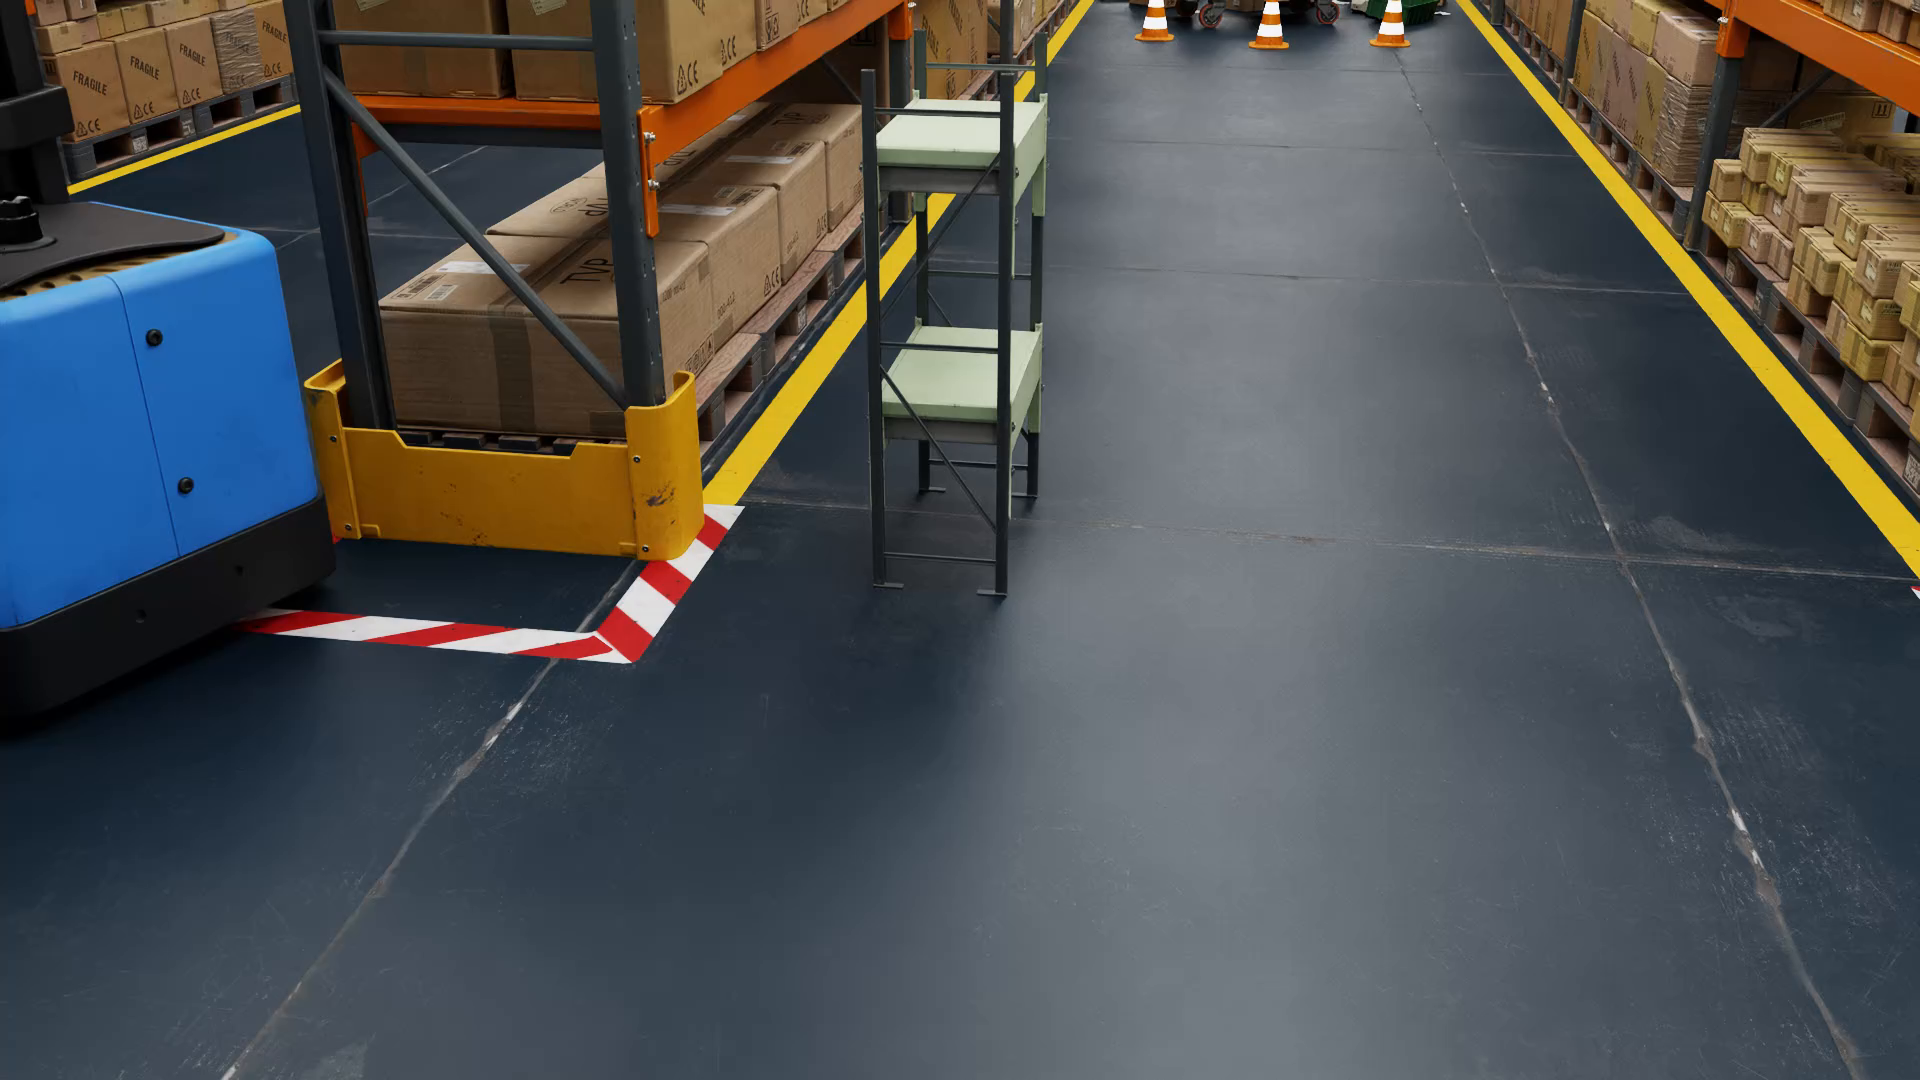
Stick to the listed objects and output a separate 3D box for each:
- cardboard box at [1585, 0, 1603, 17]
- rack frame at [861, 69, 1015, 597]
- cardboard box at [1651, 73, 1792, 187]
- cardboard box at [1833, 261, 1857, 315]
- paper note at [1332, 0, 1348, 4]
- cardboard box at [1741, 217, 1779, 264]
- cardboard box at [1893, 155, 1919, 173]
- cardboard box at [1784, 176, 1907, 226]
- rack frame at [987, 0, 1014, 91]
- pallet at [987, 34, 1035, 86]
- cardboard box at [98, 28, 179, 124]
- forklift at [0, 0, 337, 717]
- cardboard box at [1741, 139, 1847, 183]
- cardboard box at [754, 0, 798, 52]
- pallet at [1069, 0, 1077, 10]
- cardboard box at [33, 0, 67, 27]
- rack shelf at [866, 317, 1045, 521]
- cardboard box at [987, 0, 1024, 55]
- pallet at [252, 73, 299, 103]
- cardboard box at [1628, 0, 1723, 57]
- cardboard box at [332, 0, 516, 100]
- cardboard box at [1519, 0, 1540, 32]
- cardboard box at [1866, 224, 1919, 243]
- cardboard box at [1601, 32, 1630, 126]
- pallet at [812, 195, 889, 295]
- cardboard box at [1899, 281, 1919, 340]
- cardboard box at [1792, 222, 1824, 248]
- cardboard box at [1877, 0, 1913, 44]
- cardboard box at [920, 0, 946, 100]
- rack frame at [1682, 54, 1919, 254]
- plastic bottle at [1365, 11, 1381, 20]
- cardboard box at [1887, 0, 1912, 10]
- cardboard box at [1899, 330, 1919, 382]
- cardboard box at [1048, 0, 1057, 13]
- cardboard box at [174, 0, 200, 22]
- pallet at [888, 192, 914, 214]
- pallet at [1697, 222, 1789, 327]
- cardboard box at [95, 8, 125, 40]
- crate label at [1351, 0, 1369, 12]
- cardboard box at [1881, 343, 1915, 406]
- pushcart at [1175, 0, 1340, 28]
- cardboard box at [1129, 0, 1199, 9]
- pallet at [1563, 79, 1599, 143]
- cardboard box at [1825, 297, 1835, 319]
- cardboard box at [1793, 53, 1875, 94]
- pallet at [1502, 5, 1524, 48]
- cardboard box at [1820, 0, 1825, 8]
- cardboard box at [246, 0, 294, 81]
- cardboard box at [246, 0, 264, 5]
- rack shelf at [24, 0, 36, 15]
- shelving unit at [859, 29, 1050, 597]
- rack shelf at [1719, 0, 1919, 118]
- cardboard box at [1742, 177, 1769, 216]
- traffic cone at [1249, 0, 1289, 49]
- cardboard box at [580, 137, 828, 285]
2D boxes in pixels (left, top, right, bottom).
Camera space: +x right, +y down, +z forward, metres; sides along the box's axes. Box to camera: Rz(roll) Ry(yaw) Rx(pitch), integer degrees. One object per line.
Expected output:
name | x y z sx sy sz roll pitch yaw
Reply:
cardboard box | 4.443 -3.582 10.933 0.500 0.250 0.500 3 25 6
rack frame | -0.059 -0.529 4.611 0.400 1.500 0.023 4 25 9
cardboard box | 4.013 -2.168 8.797 0.500 0.500 0.500 4 25 8
cardboard box | 3.507 -0.925 6.205 0.380 0.149 0.250 5 26 11
paper note | 3.864 -5.475 16.921 0.172 0.023 0.155 13 28 26
cardboard box | 3.731 -1.333 7.427 0.380 0.149 0.250 4 25 8
cardboard box | 4.303 -1.570 7.232 0.380 0.149 0.250 4 25 8
cardboard box | 3.641 -1.390 6.847 0.380 0.149 0.250 5 25 10
rack frame | -0.106 -4.757 11.874 1.000 3.000 0.127 4 25 9
pallet | 0.023 -3.820 13.163 1.003 0.211 1.213 4 25 9
cardboard box | -5.279 -2.894 10.348 0.500 0.500 0.500 4 25 8
forklift | -3.369 -1.319 4.610 3.031 2.935 1.130 14 28 27
cardboard box | 3.776 -1.711 7.532 0.380 0.149 0.250 5 26 11
cardboard box | -0.896 -2.062 5.999 0.500 0.500 0.500 4 25 8
pallet | 0.623 -5.450 16.644 1.003 0.211 1.213 4 25 9
cardboard box | -5.396 -3.048 9.561 0.380 0.149 0.250 4 25 8
rack shelf | 0.001 -0.387 5.076 0.431 0.370 0.720 4 25 9
cardboard box | -0.004 -3.992 12.845 0.950 0.372 0.625 2 25 5
pallet | -5.163 -3.526 12.535 1.003 0.211 1.213 4 25 9
cardboard box | 4.182 -2.946 9.574 0.500 0.250 0.500 3 25 6
cardboard box | -1.596 -1.676 5.175 0.500 0.500 0.500 4 25 9
cardboard box | 5.274 -4.631 13.764 1.050 0.750 0.750 4 25 9
cardboard box | 3.584 -1.058 6.138 0.380 0.149 0.250 3 25 7
cardboard box | 4.269 -2.810 10.169 0.500 0.500 0.500 3 25 7
pallet | -0.961 -1.508 8.223 1.003 0.211 1.213 4 25 9
cardboard box | 3.338 -0.736 5.449 0.380 0.149 0.250 3 25 7
cardboard box | 3.693 -1.245 6.888 0.380 0.149 0.250 5 26 11
cardboard box | 3.606 -1.904 6.076 0.380 0.149 0.250 5 26 10
cardboard box | -0.597 -2.955 10.035 0.875 0.875 0.875 5 26 10
rack frame | 4.140 -2.783 7.657 1.000 3.000 0.127 4 25 9
plastic bottle | 4.004 -5.018 15.899 0.133 0.061 0.283 -9 27 -19
cardboard box | 3.561 -2.131 5.796 0.500 0.500 0.500 5 26 11
cardboard box | 3.375 -0.602 5.514 0.380 0.149 0.250 3 25 6
cardboard box | 0.350 -4.909 14.804 0.950 0.372 0.625 6 26 12
cardboard box | -5.185 -3.460 10.791 0.380 0.149 0.250 5 26 10
pallet | -0.708 -2.149 9.591 1.003 0.211 1.213 4 25 9
pallet | 4.066 -1.237 7.643 1.003 0.211 1.213 4 25 9
cardboard box | -5.336 -3.139 10.105 0.380 0.149 0.250 3 25 6
crate label | 3.976 -5.223 16.247 0.298 0.136 0.250 -14 29 -27
cardboard box | 3.465 -0.567 5.790 0.380 0.149 0.250 4 25 9
pushcart | 2.805 -5.105 15.711 1.648 0.377 0.936 -5 25 -10
cardboard box | 2.065 -5.652 16.733 0.500 0.500 0.500 -20 32 -36
pallet | 4.665 -2.866 11.124 1.003 0.211 1.213 4 25 9
cardboard box | 3.624 -0.891 6.484 0.380 0.149 0.250 5 25 10
cardboard box | 4.522 -2.471 8.560 0.500 0.250 0.500 3 25 6
pallet | 5.396 -4.538 14.696 1.003 0.211 1.213 4 25 9
cardboard box | 3.760 -2.232 6.776 0.380 0.149 0.250 3 25 6
cardboard box | -5.036 -3.538 11.723 0.500 0.500 0.500 5 26 11
cardboard box | -5.063 -3.792 11.500 0.380 0.149 0.250 4 25 8
rack shelf | -5.330 -3.937 10.971 1.077 0.370 4.000 4 25 9
shelving unit | 0.001 -0.682 4.938 0.431 1.500 0.755 4 25 9
rack shelf | 3.814 -1.621 6.023 1.077 0.370 4.000 4 25 9
cardboard box | 3.813 -1.575 7.594 0.380 0.149 0.250 4 25 9
traffic cone | 2.665 -4.474 14.263 0.336 0.463 0.334 4 25 9
cardboard box | -1.114 -1.484 7.409 0.875 0.438 0.875 3 25 7
